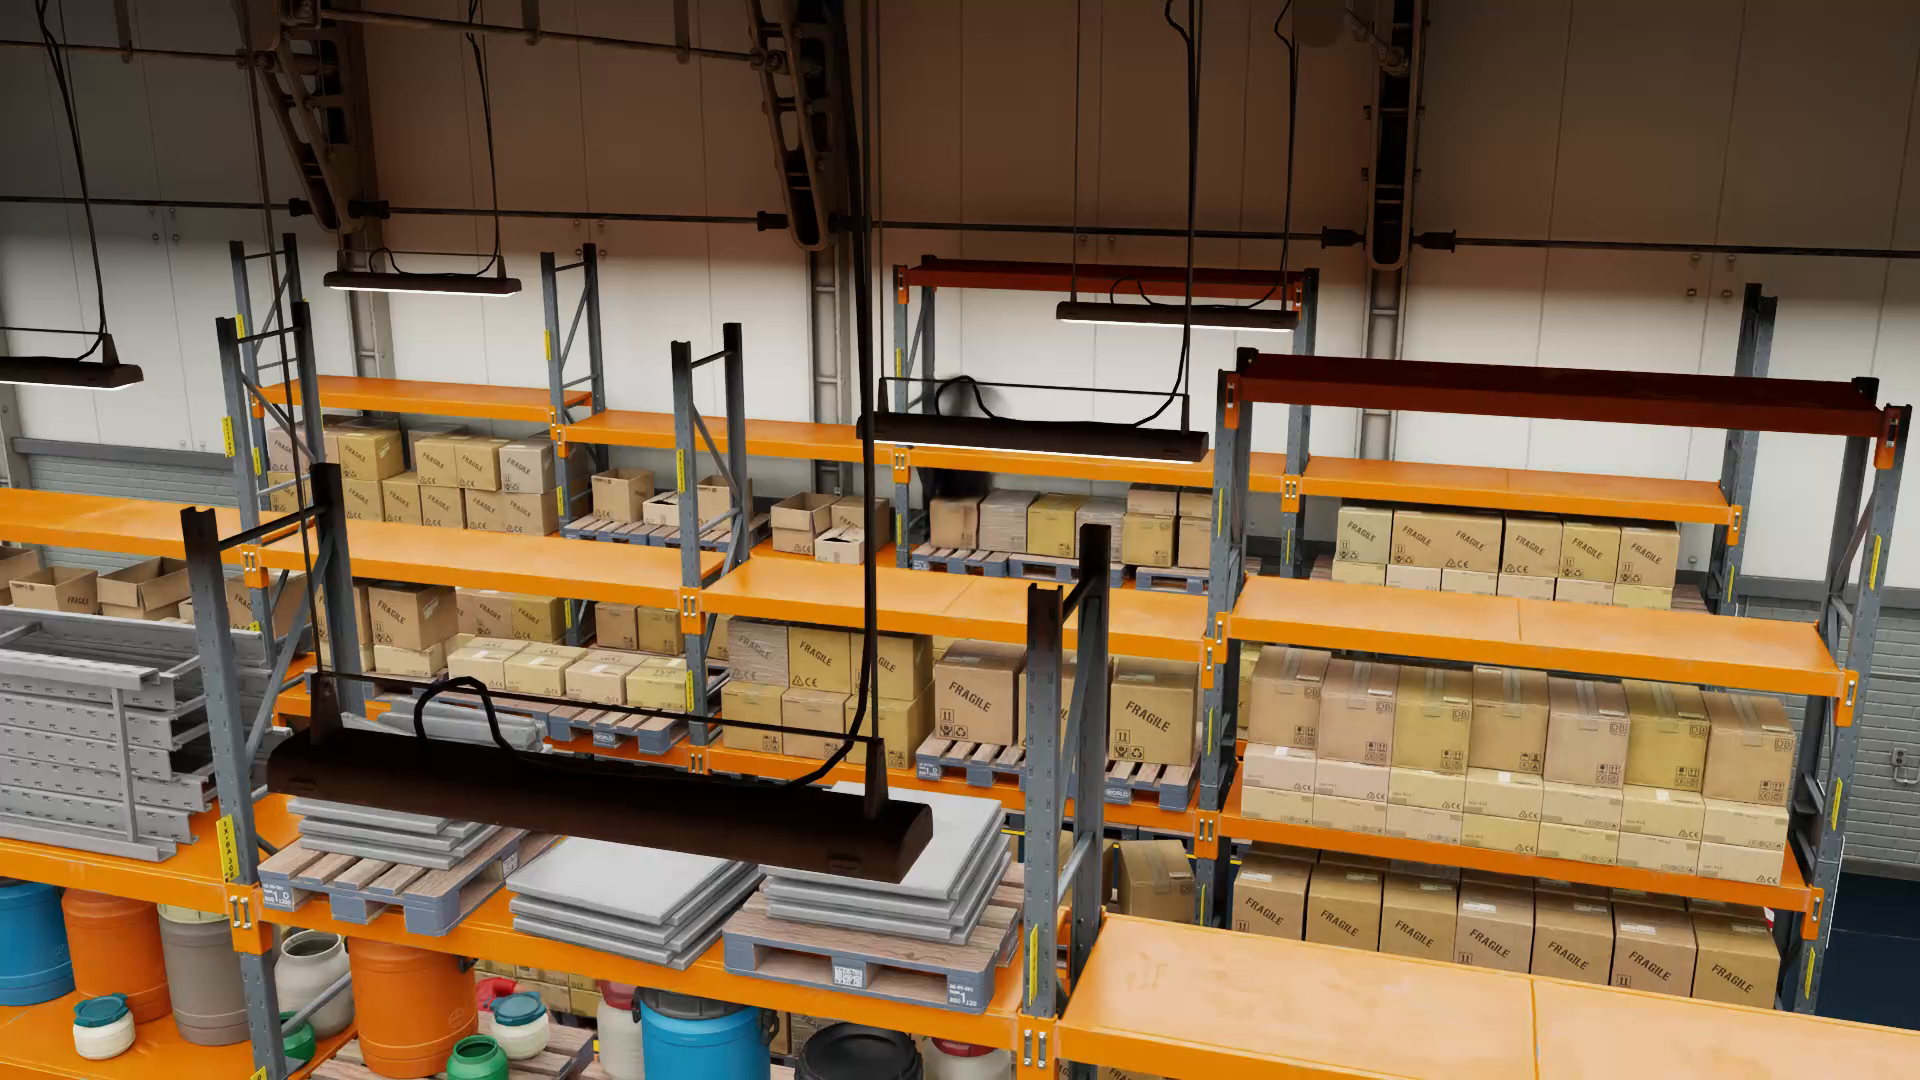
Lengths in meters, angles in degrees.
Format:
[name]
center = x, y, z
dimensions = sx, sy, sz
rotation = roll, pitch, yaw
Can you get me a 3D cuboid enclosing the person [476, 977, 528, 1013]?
[person]
center = -3.401, 3.962, 12.410
dimensions = 1.176, 1.527, 0.654
rotation = 8, 18, 26
